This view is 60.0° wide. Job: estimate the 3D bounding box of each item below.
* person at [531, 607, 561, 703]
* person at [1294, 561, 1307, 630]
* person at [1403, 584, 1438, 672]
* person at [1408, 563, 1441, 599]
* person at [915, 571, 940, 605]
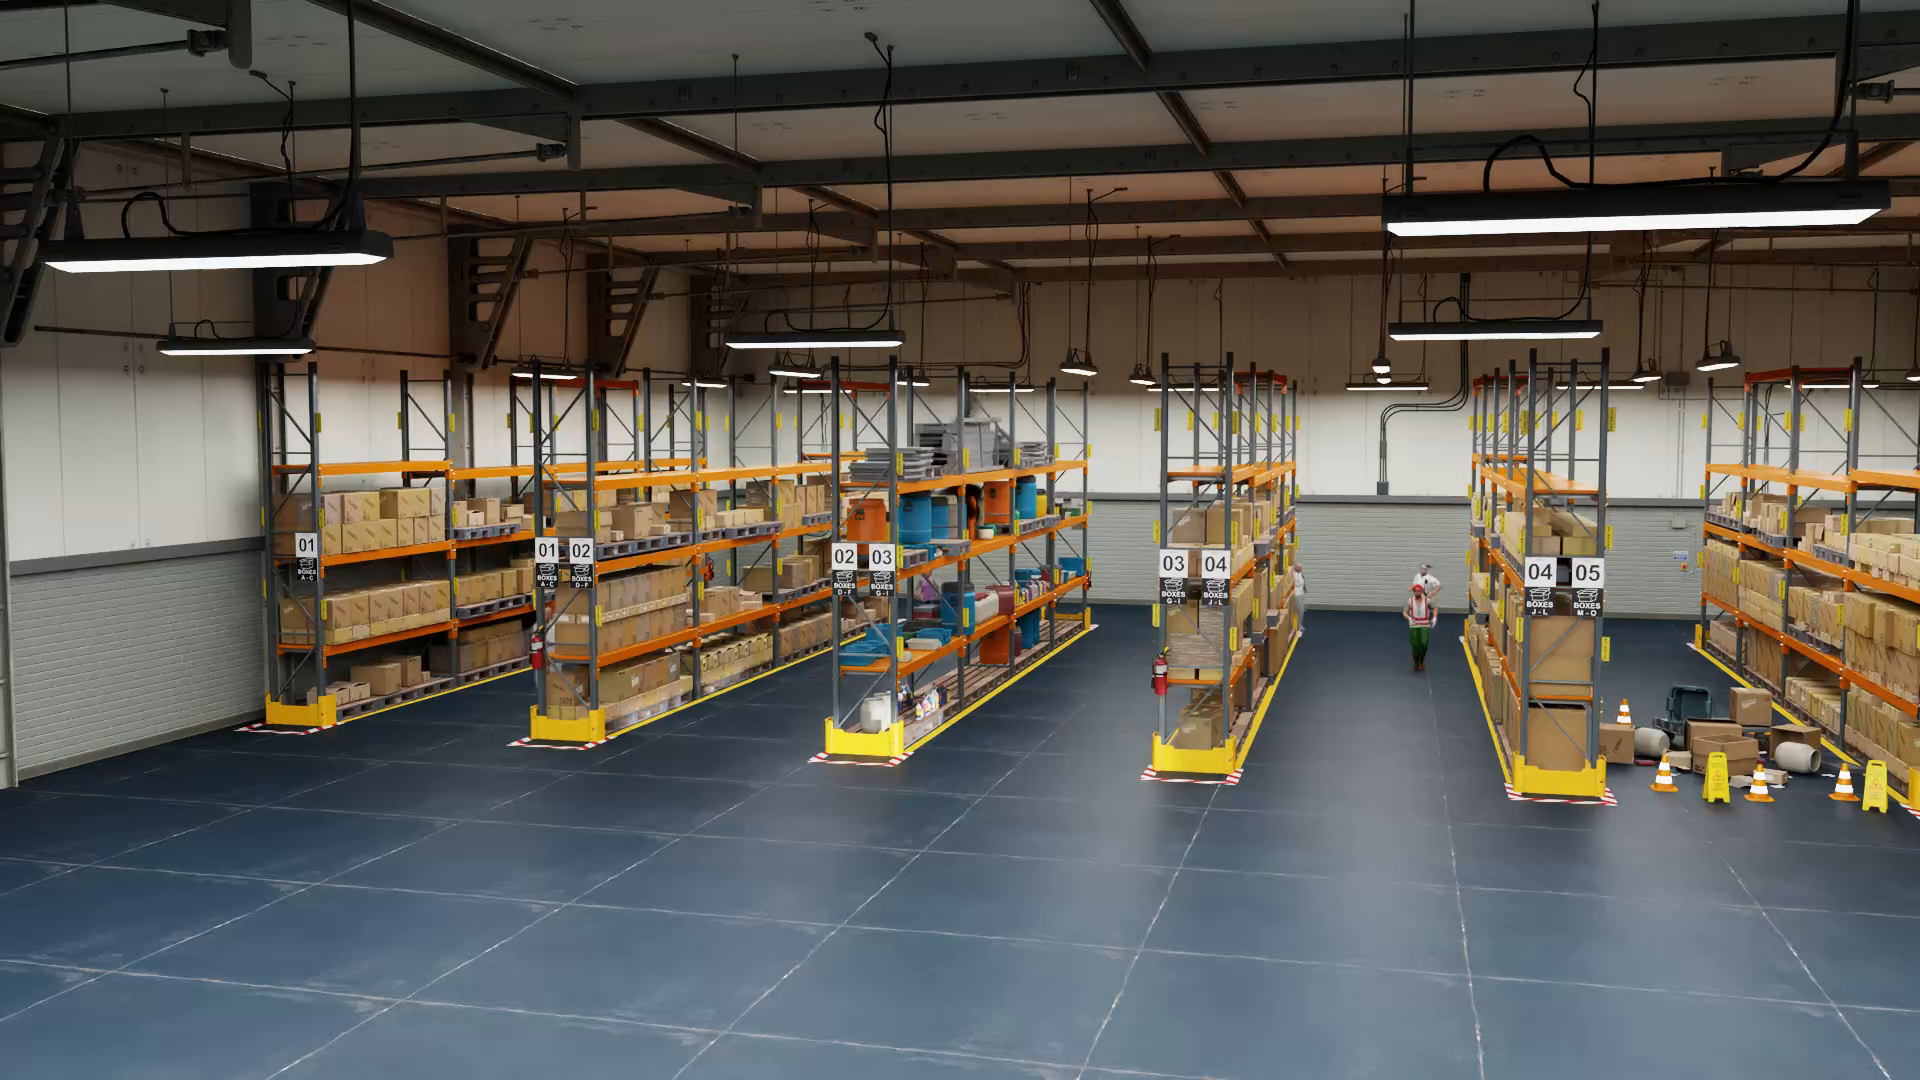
[{"bbox_3d":[-7.174,2.077,28.938,0.666,1.847,0.937,0,4,2],"label":"person"},{"bbox_3d":[8.137,1.348,40.373,0.634,1.681,0.614,3,5,34],"label":"person"},{"bbox_3d":[9.259,1.768,33.495,0.672,1.756,0.666,1,4,19],"label":"person"},{"bbox_3d":[10.786,1.420,38.842,0.704,1.797,0.666,-2,4,-26],"label":"person"},{"bbox_3d":[-0.772,1.454,39.595,0.589,1.586,0.590,0,4,-3],"label":"person"}]
